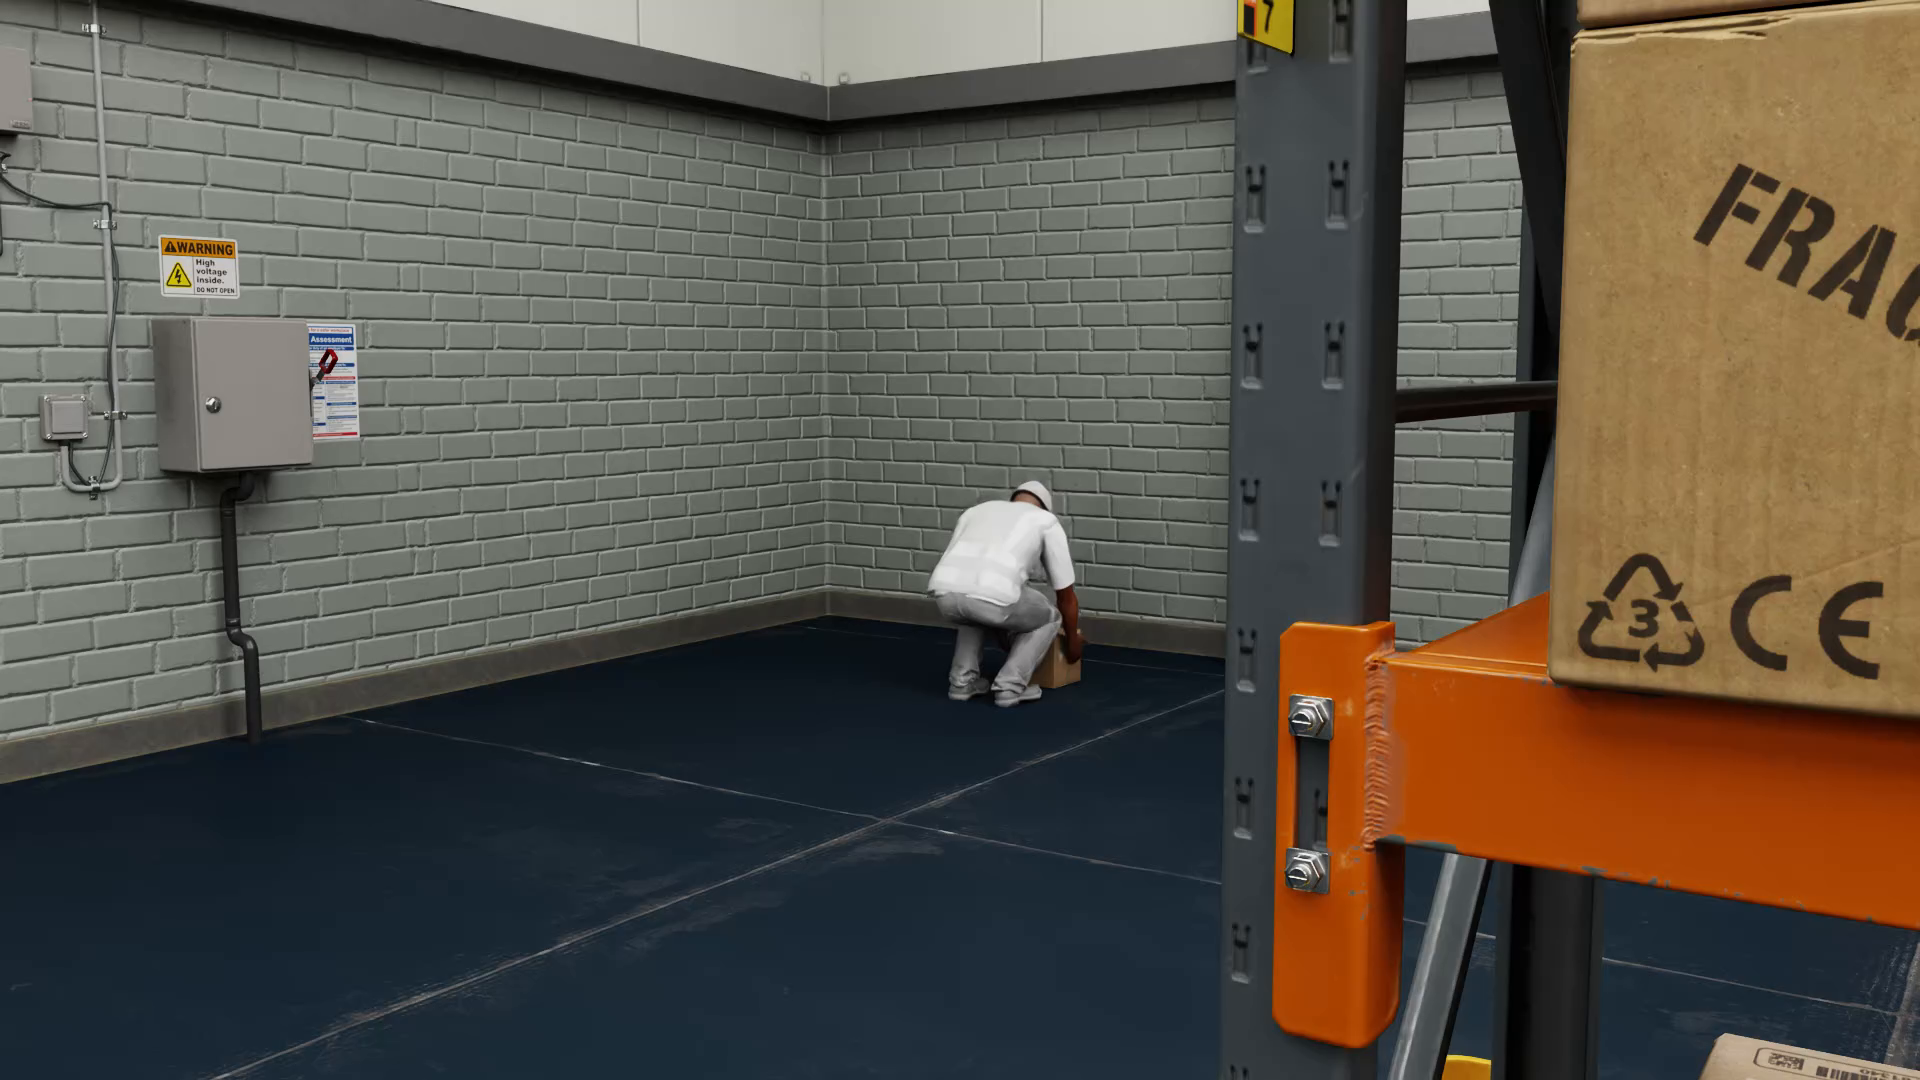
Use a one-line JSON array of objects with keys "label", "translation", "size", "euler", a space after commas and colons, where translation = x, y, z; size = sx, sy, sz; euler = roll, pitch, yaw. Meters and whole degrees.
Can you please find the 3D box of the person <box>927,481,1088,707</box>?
[{"label": "person", "translation": [0.183, 0.234, 7.697], "size": [0.580, 0.975, 0.893], "euler": [4, 7, 33]}]
